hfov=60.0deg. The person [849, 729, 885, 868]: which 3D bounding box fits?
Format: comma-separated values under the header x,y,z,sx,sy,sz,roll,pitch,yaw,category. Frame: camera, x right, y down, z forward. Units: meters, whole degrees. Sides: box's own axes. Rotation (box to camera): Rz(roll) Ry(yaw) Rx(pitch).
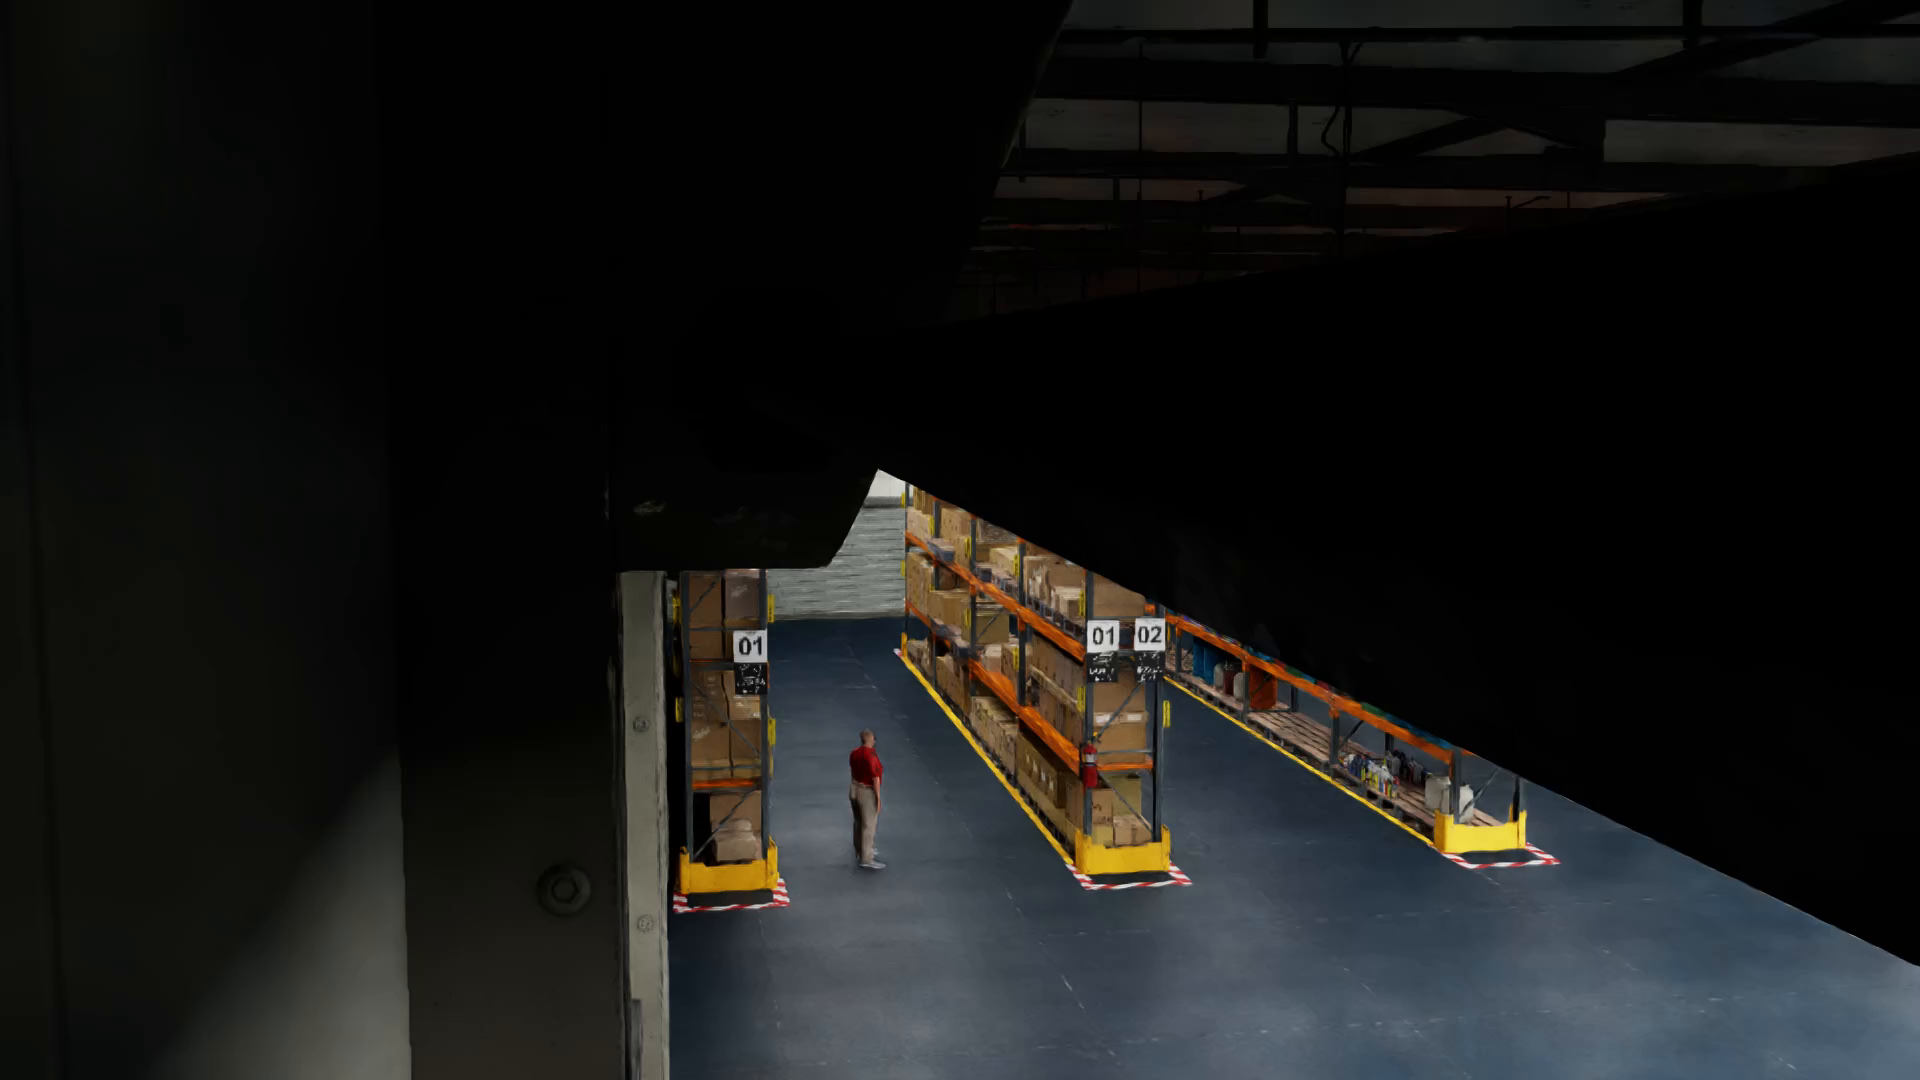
x,y,z,sx,sy,sz,roll,pitch,yaw,category
-1.154,3.260,21.197,0.476,1.738,0.627,-4,7,-37,person
